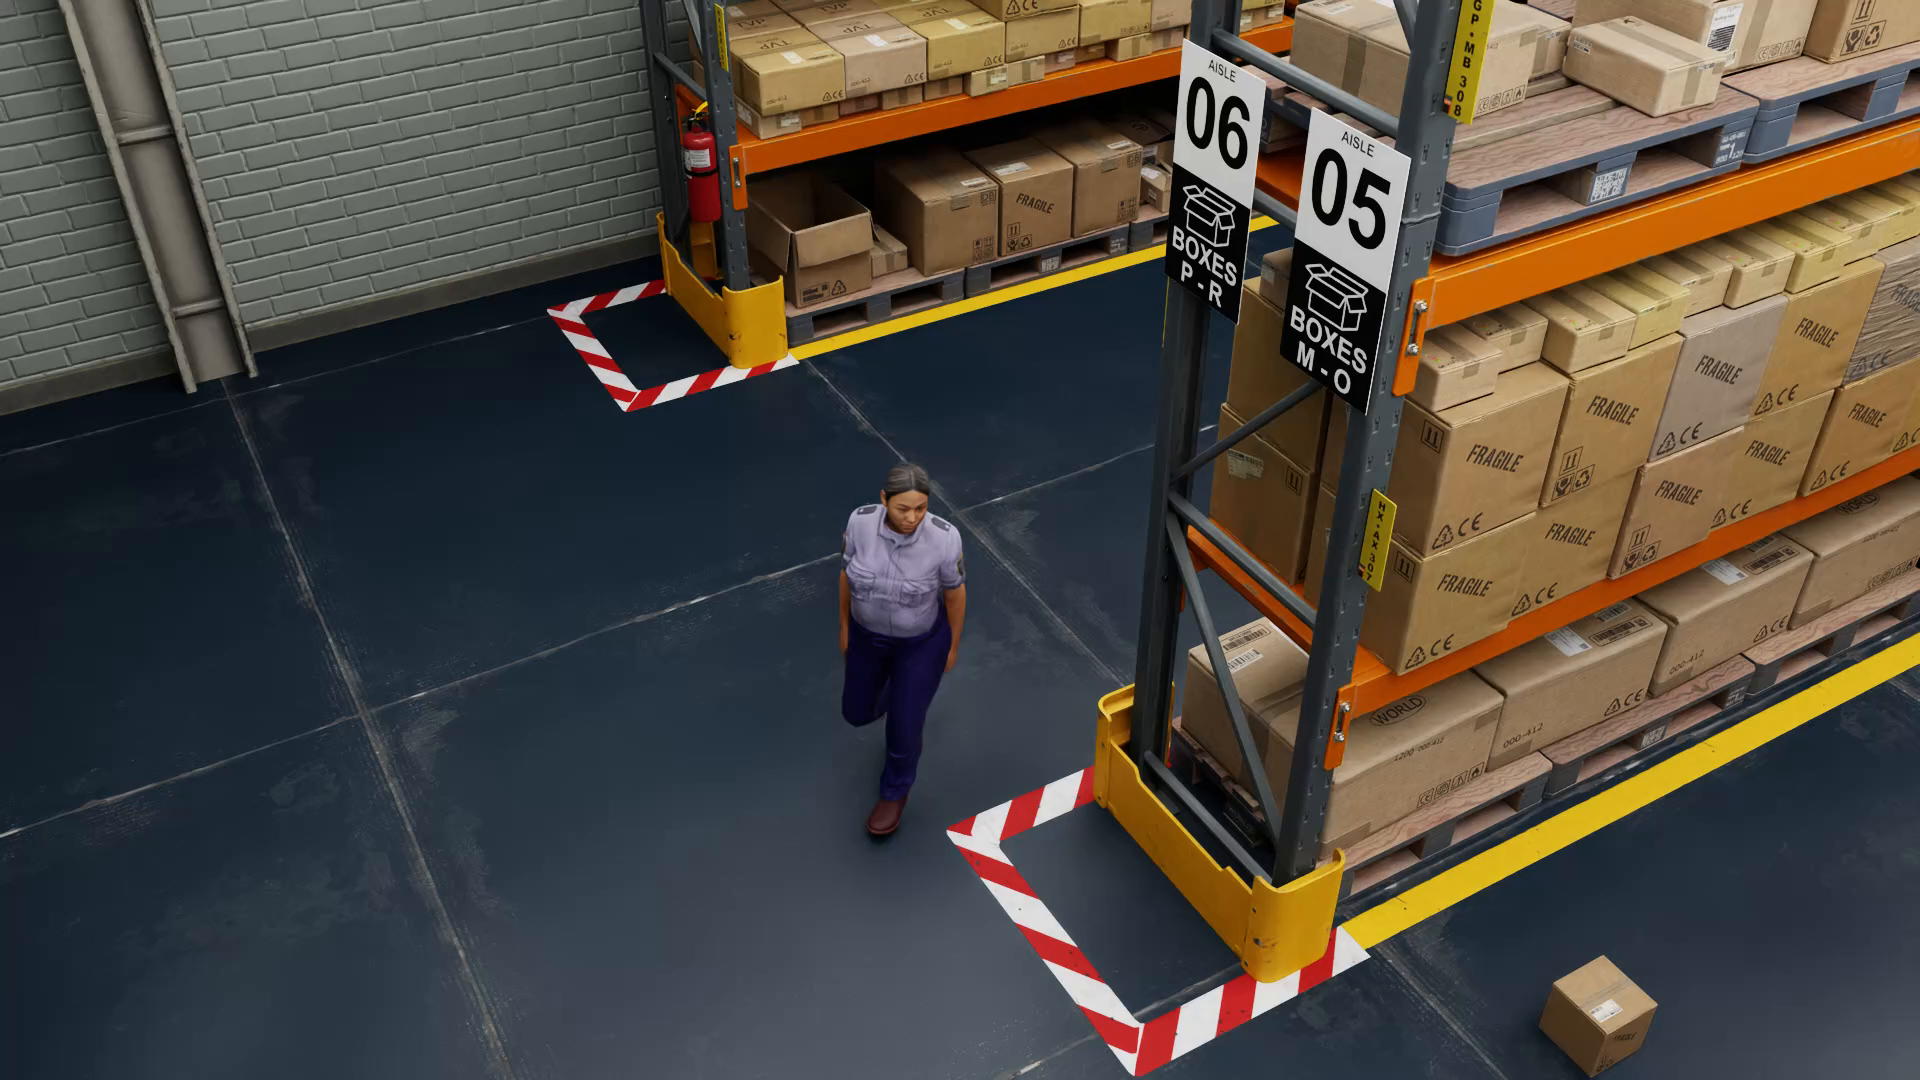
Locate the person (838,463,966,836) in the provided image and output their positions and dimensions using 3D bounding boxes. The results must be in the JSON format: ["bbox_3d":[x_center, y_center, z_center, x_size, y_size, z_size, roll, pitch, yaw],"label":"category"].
[{"bbox_3d":[-0.222,0.365,6.455,0.495,1.611,0.703,11,39,15],"label":"person"}]
